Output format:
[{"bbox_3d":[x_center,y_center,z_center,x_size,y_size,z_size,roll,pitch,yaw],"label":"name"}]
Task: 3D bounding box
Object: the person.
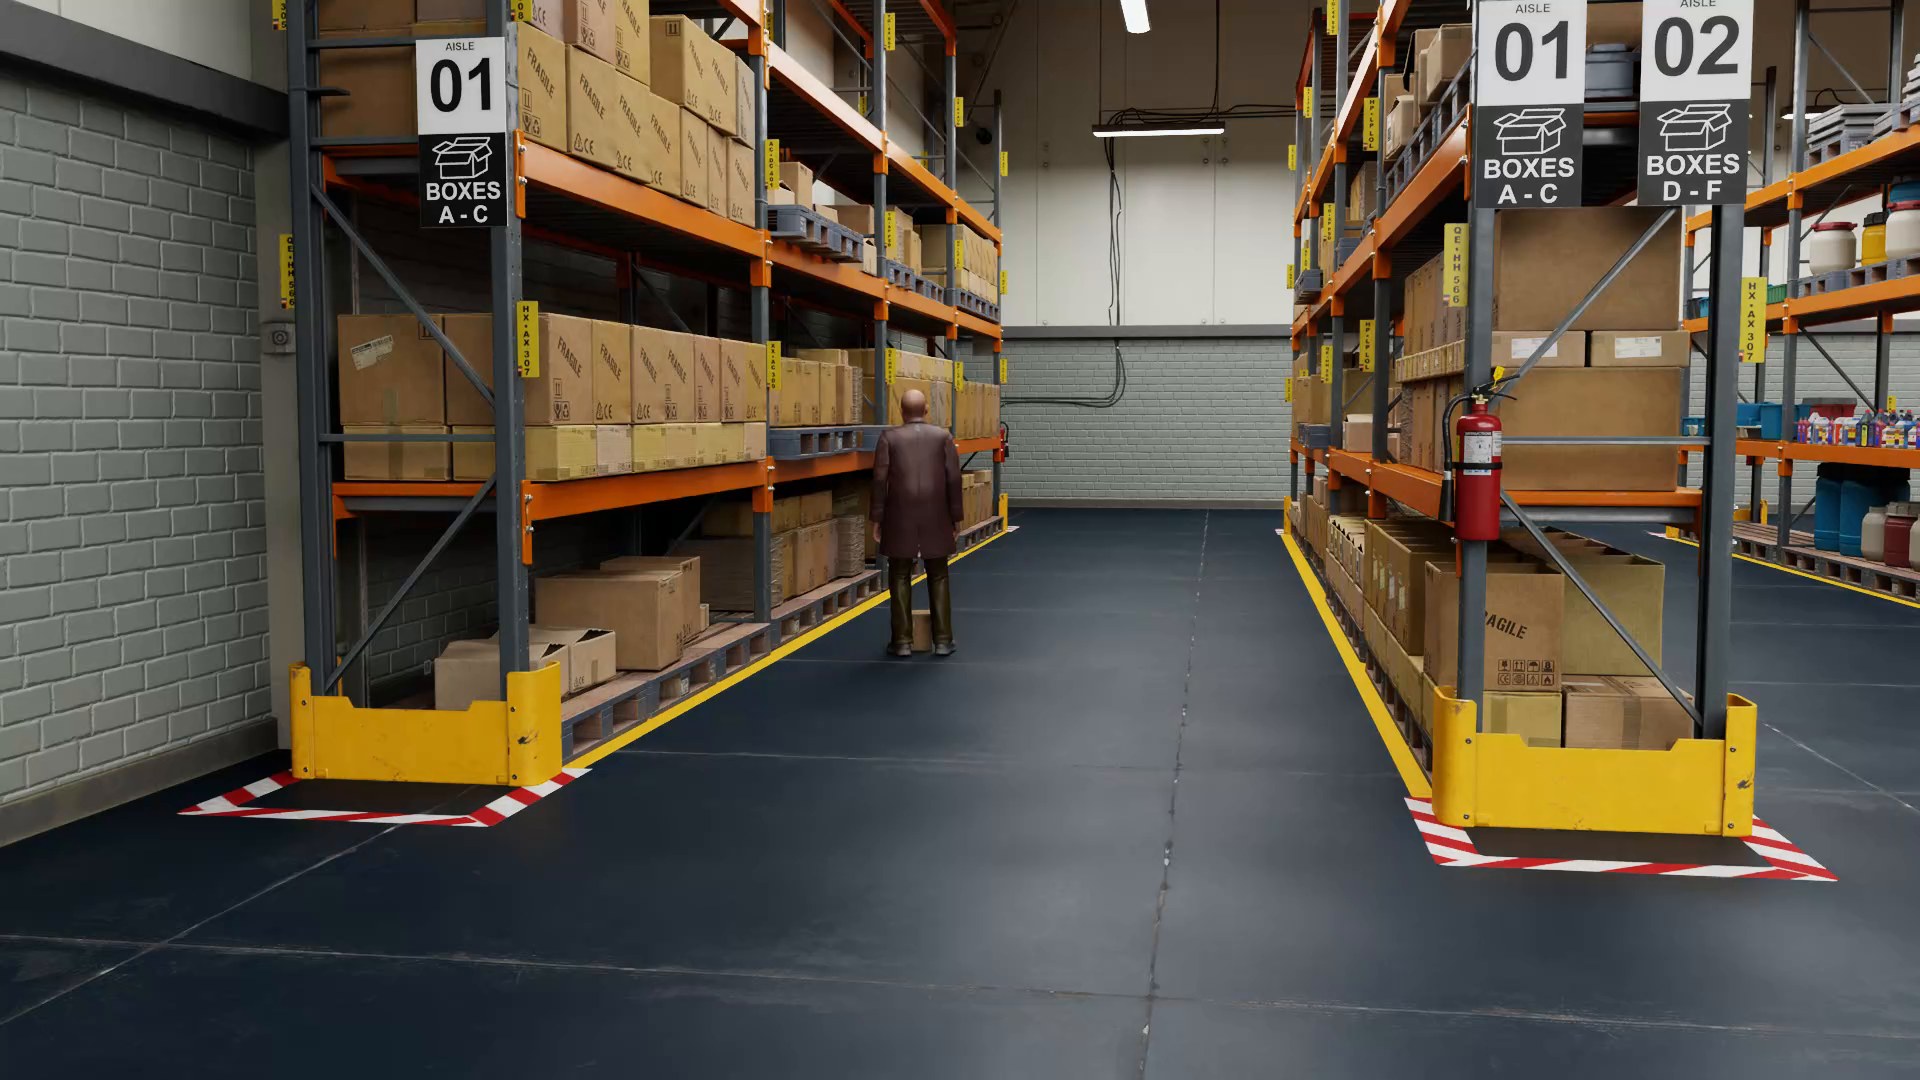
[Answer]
[{"bbox_3d":[-0.289,-0.120,11.155,0.642,1.774,0.423,0,4,-6],"label":"person"}]
